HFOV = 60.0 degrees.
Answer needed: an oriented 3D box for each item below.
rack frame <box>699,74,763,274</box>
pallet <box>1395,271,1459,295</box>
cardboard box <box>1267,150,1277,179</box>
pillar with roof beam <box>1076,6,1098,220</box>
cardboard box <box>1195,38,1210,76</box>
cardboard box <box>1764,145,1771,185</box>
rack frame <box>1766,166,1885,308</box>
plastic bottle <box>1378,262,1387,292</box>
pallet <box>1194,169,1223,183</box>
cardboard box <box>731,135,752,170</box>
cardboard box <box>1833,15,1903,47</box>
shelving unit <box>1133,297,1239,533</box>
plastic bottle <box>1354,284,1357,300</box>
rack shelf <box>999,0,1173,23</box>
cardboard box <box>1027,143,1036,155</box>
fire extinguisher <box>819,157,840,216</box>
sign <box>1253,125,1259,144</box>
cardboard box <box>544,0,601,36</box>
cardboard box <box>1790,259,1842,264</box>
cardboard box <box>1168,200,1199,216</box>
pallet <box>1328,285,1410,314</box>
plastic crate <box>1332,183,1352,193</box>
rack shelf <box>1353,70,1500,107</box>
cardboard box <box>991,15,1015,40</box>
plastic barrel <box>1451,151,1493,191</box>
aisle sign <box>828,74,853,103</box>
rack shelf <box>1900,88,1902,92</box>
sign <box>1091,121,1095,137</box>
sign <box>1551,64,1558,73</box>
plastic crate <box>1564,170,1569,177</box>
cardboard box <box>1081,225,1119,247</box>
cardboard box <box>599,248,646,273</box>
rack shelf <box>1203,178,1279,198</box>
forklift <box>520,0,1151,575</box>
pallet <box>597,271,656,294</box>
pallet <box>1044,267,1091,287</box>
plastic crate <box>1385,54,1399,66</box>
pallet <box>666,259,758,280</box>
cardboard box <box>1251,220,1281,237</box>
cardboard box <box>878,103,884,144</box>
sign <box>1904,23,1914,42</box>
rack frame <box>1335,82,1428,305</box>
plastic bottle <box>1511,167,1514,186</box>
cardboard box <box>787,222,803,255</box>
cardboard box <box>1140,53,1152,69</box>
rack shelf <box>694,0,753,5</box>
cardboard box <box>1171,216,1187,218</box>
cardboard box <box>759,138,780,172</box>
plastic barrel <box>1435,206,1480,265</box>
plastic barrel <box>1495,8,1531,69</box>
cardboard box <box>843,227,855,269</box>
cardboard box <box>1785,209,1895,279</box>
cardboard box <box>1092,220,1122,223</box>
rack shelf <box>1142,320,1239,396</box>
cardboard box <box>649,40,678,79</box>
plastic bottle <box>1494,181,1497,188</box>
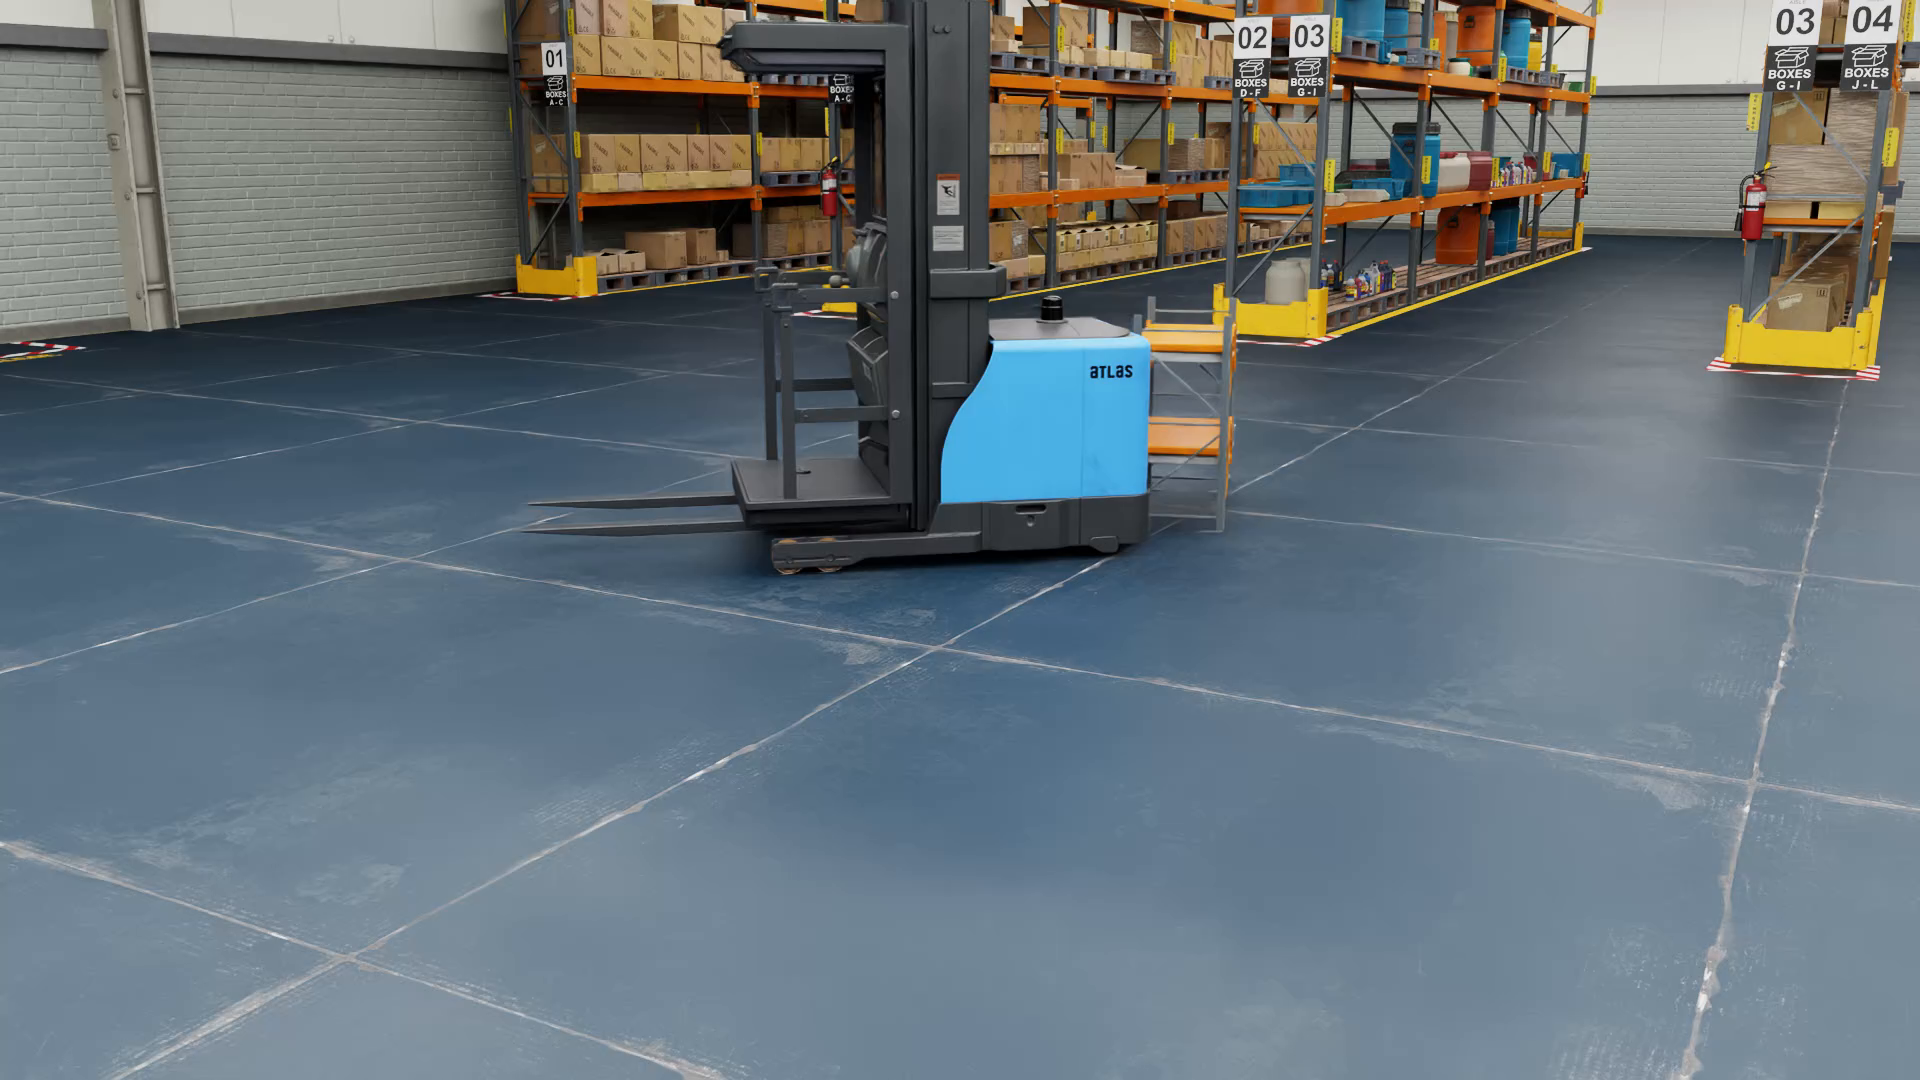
[{"bbox_3d":[-3.477,-5.558,25.189,1.000,3.000,0.127,7,15,28],"label":"rack frame"},{"bbox_3d":[6.130,-3.497,22.589,1.003,0.211,1.213,7,15,28],"label":"pallet"},{"bbox_3d":[5.458,-6.867,30.403,0.500,0.500,0.500,8,16,29],"label":"cardboard box"},{"bbox_3d":[6.641,-11.101,35.379,9.100,9.000,0.400,7,15,28],"label":"pillar with roof beam"},{"bbox_3d":[3.778,-8.030,27.718,0.600,0.600,0.600,7,15,26],"label":"cardboard box"},{"bbox_3d":[8.024,-3.473,15.692,0.875,0.500,0.500,7,15,28],"label":"cardboard box"},{"bbox_3d":[9.531,-3.875,18.206,1.000,3.000,0.127,7,15,28],"label":"rack frame"},{"bbox_3d":[5.044,-3.158,19.945,0.144,0.351,0.185,7,15,25],"label":"plastic bottle"},{"bbox_3d":[3.731,-6.125,27.948,1.003,0.211,1.213,7,15,28],"label":"pallet"},{"bbox_3d":[-3.435,-5.728,24.569,0.500,0.500,0.500,7,15,28],"label":"cardboard box"},{"bbox_3d":[8.057,-4.509,14.756,0.500,0.250,0.500,8,16,30],"label":"cardboard box"},{"bbox_3d":[1.228,-0.715,9.098,0.538,1.125,1.048,2,14,10],"label":"shelving unit"},{"bbox_3d":[4.461,-2.827,18.890,0.097,0.201,0.097,0,14,0],"label":"plastic bottle"},{"bbox_3d":[1.828,-7.780,23.994,1.077,0.370,4.000,7,15,28],"label":"rack shelf"},{"bbox_3d":[0.796,-5.231,22.235,0.380,0.149,0.250,7,15,27],"label":"cardboard box"},{"bbox_3d":[-1.536,-4.168,19.587,0.296,0.674,0.183,7,15,28],"label":"fire extinguisher"},{"bbox_3d":[5.216,-7.140,29.279,0.100,0.325,0.005,7,15,28],"label":"sign"},{"bbox_3d":[-5.012,-6.792,21.516,0.500,0.500,0.500,6,15,24],"label":"cardboard box"},{"bbox_3d":[9.303,-2.786,18.128,0.500,0.500,0.500,7,15,26],"label":"cardboard box"},{"bbox_3d":[3.798,-5.726,28.678,0.500,0.250,0.500,7,15,28],"label":"cardboard box"},{"bbox_3d":[4.834,-2.947,20.308,1.003,0.211,1.213,7,15,28],"label":"pallet"},{"bbox_3d":[4.292,-4.086,19.535,0.450,0.188,0.662,7,15,28],"label":"plastic crate"},{"bbox_3d":[6.162,-5.955,21.968,1.077,0.370,4.000,7,15,28],"label":"rack shelf"},{"bbox_3d":[0.387,-6.703,22.131,0.500,0.500,0.500,9,16,33],"label":"cardboard box"},{"bbox_3d":[7.170,-5.193,23.384,0.600,0.536,0.708,7,15,28],"label":"plastic barrel"},{"bbox_3d":[-1.361,-5.461,19.238,0.394,0.787,0.004,7,15,28],"label":"aisle sign"},{"bbox_3d":[14.365,-7.035,26.448,1.077,0.370,4.000,7,15,28],"label":"rack shelf"},{"bbox_3d":[2.792,-8.634,34.971,0.100,0.325,0.005,7,15,28],"label":"sign"},{"bbox_3d":[9.543,-7.477,26.729,0.100,0.325,0.005,7,15,28],"label":"sign"},{"bbox_3d":[10.761,-6.611,29.990,0.396,0.136,0.243,7,15,28],"label":"plastic crate"},{"bbox_3d":[2.021,-4.510,24.615,0.500,0.311,0.500,8,16,30],"label":"cardboard box"},{"bbox_3d":[-4.722,-3.893,23.080,0.500,0.311,0.500,9,16,33],"label":"cardboard box"},{"bbox_3d":[5.695,-6.700,31.459,1.077,0.370,4.000,7,15,28],"label":"rack shelf"},{"bbox_3d":[-0.634,-1.396,8.068,3.031,2.935,1.130,-3,14,-11],"label":"forklift"},{"bbox_3d":[-4.950,-3.560,22.851,1.003,0.211,1.213,7,15,28],"label":"pallet"},{"bbox_3d":[1.183,-3.798,23.836,1.003,0.211,1.213,7,15,28],"label":"pallet"},{"bbox_3d":[4.773,-5.391,18.657,0.243,0.136,0.396,7,15,28],"label":"plastic crate"},{"bbox_3d":[-3.771,-4.061,24.928,1.003,0.211,1.213,7,15,28],"label":"pallet"},{"bbox_3d":[5.632,-6.025,31.515,0.797,0.503,0.637,7,15,28],"label":"cardboard box"},{"bbox_3d":[-0.810,-4.962,19.733,0.700,0.500,0.500,7,15,28],"label":"cardboard box"},{"bbox_3d":[11.939,-6.343,20.941,0.100,0.325,0.005,7,15,28],"label":"sign"},{"bbox_3d":[5.195,-4.436,20.533,1.000,3.000,0.127,7,15,28],"label":"rack frame"},{"bbox_3d":[8.486,-5.597,25.597,0.061,0.283,0.133,7,15,28],"label":"plastic bottle"},{"bbox_3d":[-2.930,-4.822,26.528,0.700,0.500,0.500,7,15,27],"label":"cardboard box"},{"bbox_3d":[2.625,-7.309,25.473,0.500,0.250,0.500,6,15,24],"label":"cardboard box"},{"bbox_3d":[-4.444,-7.713,22.869,1.077,0.370,4.000,7,15,28],"label":"rack shelf"},{"bbox_3d":[3.540,-5.250,28.306,0.500,0.500,0.500,7,15,26],"label":"cardboard box"},{"bbox_3d":[-3.201,-5.921,25.543,0.700,0.500,0.500,7,15,28],"label":"cardboard box"},{"bbox_3d":[7.351,-4.508,24.567,0.600,0.830,0.708,7,15,28],"label":"plastic barrel"},{"bbox_3d":[8.372,-7.616,25.357,0.600,0.901,0.708,7,15,28],"label":"plastic barrel"},{"bbox_3d":[-1.074,-3.553,20.242,0.500,0.500,0.500,7,15,28],"label":"cardboard box"},{"bbox_3d":[11.817,-4.006,22.387,1.225,0.875,0.875,7,15,25],"label":"cardboard box"},{"bbox_3d":[2.285,-4.884,26.168,0.500,0.311,0.500,8,16,30],"label":"cardboard box"},{"bbox_3d":[1.228,-0.999,9.029,0.538,0.278,1.000,2,14,10],"label":"rack shelf"},{"bbox_3d":[-4.252,-6.620,22.937,0.500,0.500,0.500,8,16,31],"label":"cardboard box"},{"bbox_3d":[7.845,-5.343,24.562,0.152,0.276,0.135,7,15,28],"label":"plastic bottle"}]
